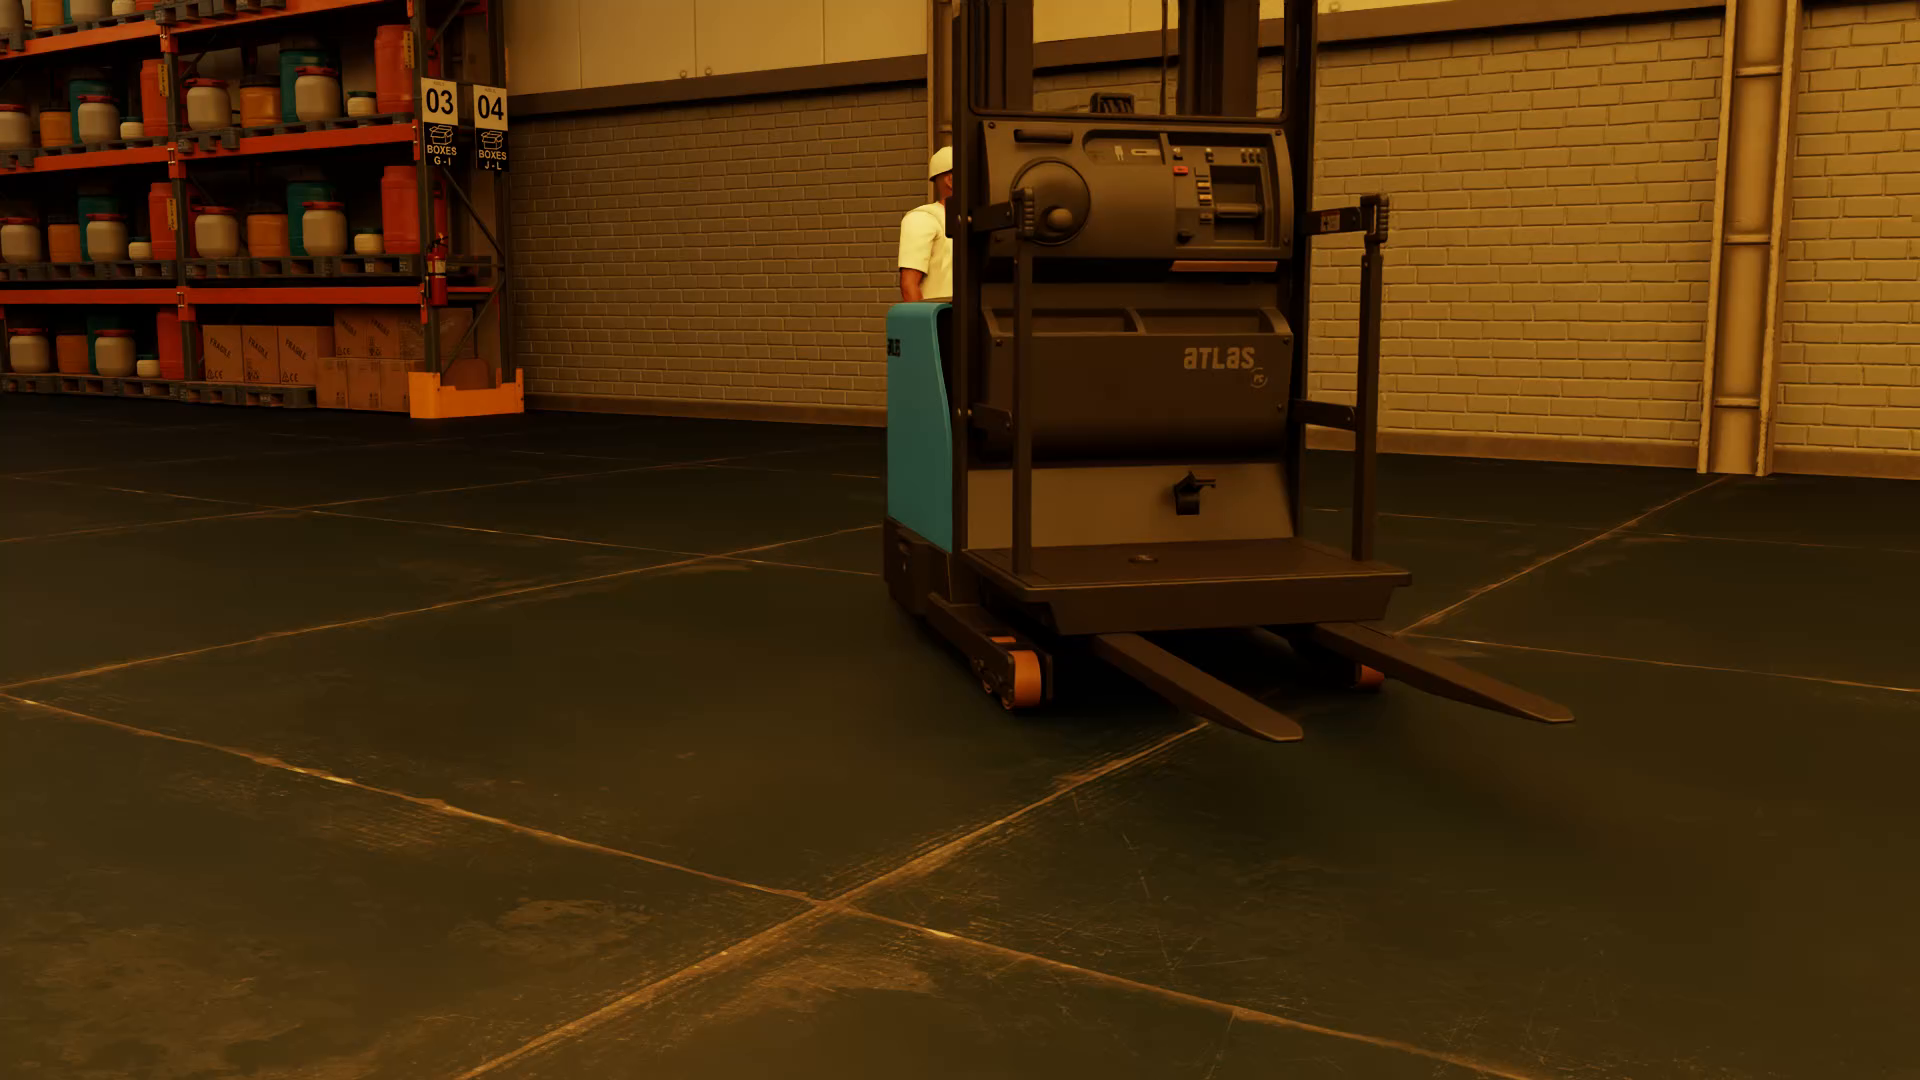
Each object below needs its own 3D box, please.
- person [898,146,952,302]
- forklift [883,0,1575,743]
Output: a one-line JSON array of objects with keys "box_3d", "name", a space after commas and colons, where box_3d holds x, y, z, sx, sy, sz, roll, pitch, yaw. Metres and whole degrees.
[{"box_3d": [0.054, -0.875, 7.435, 0.576, 1.766, 0.665, 5, 10, 34], "name": "person"}, {"box_3d": [0.577, -1.056, 4.620, 1.130, 2.935, 3.031, -2, 8, -14], "name": "forklift"}]
